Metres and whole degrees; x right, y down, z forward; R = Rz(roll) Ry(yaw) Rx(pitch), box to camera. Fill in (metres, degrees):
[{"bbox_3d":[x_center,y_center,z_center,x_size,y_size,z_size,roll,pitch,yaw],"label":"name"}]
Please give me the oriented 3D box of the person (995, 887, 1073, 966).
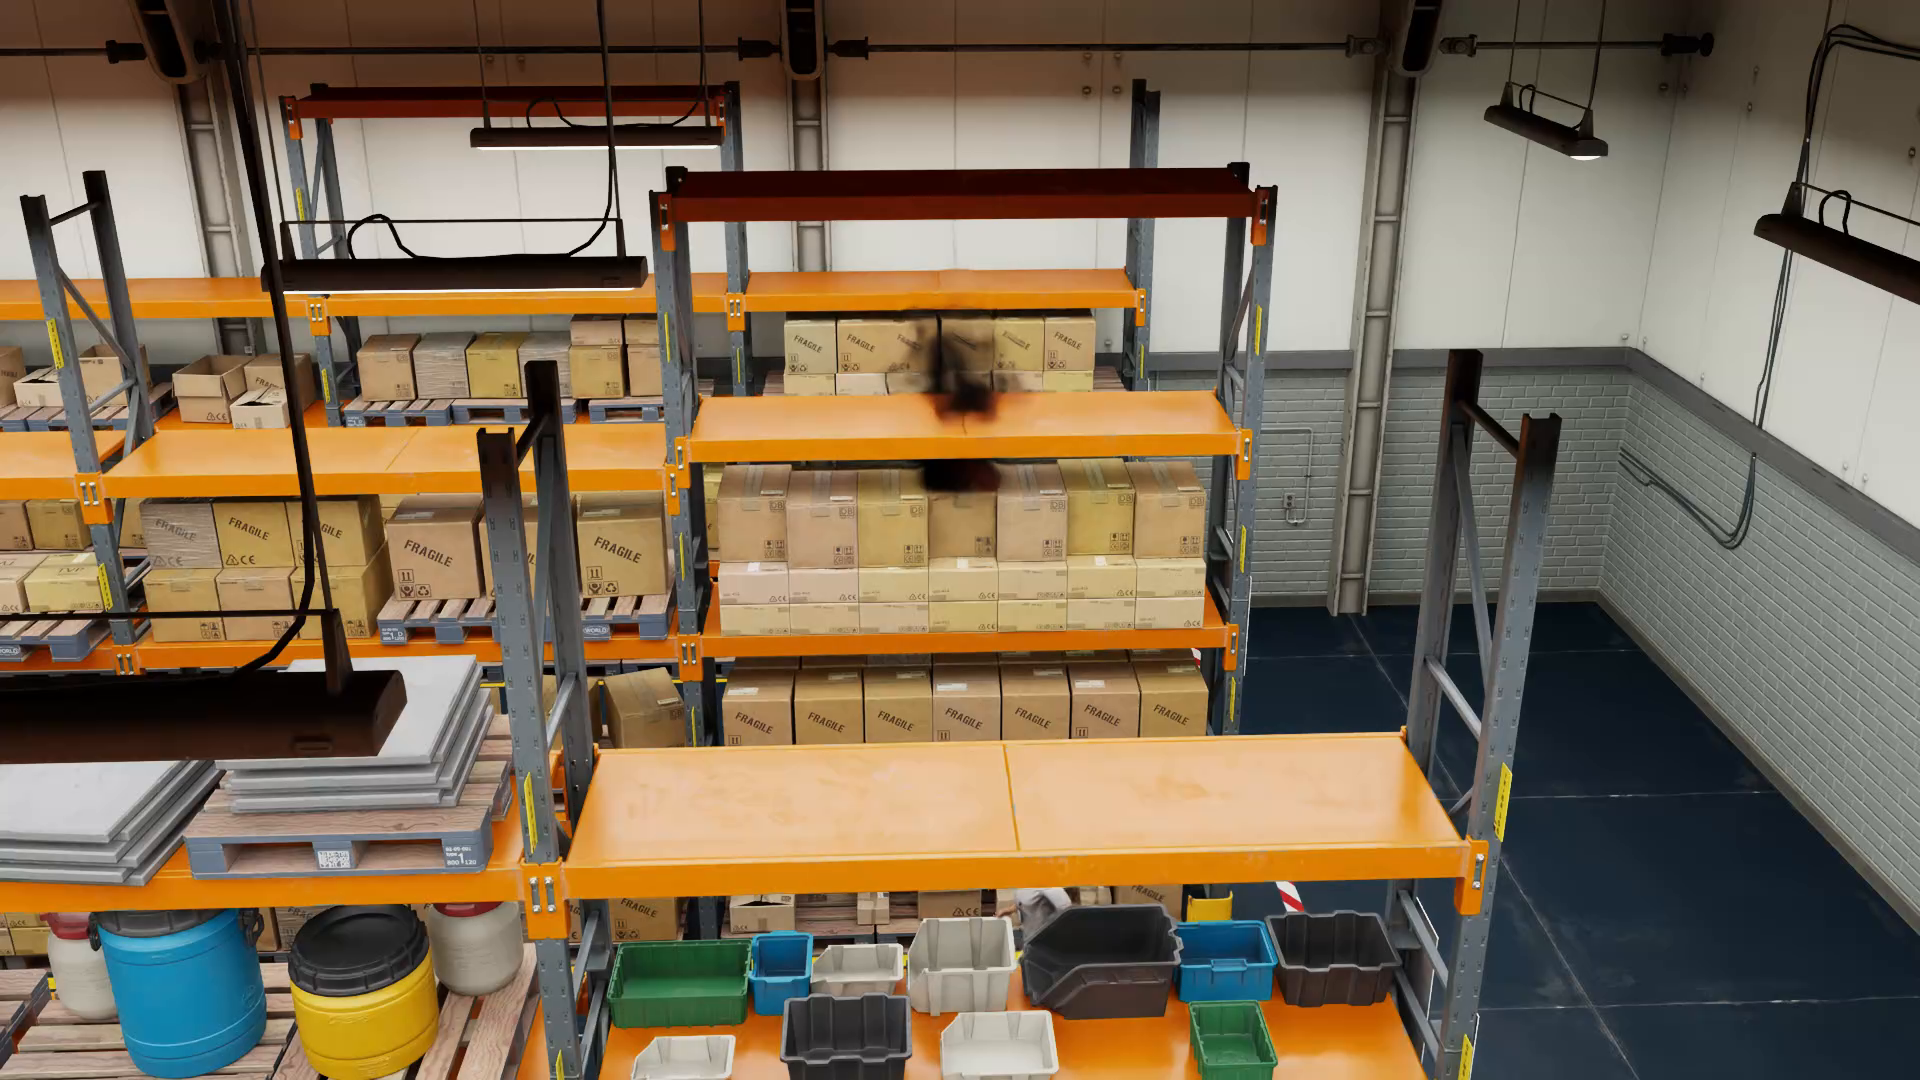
[{"bbox_3d":[0.555,2.795,11.409,0.659,1.726,0.533,-3,22,-7],"label":"person"}]
